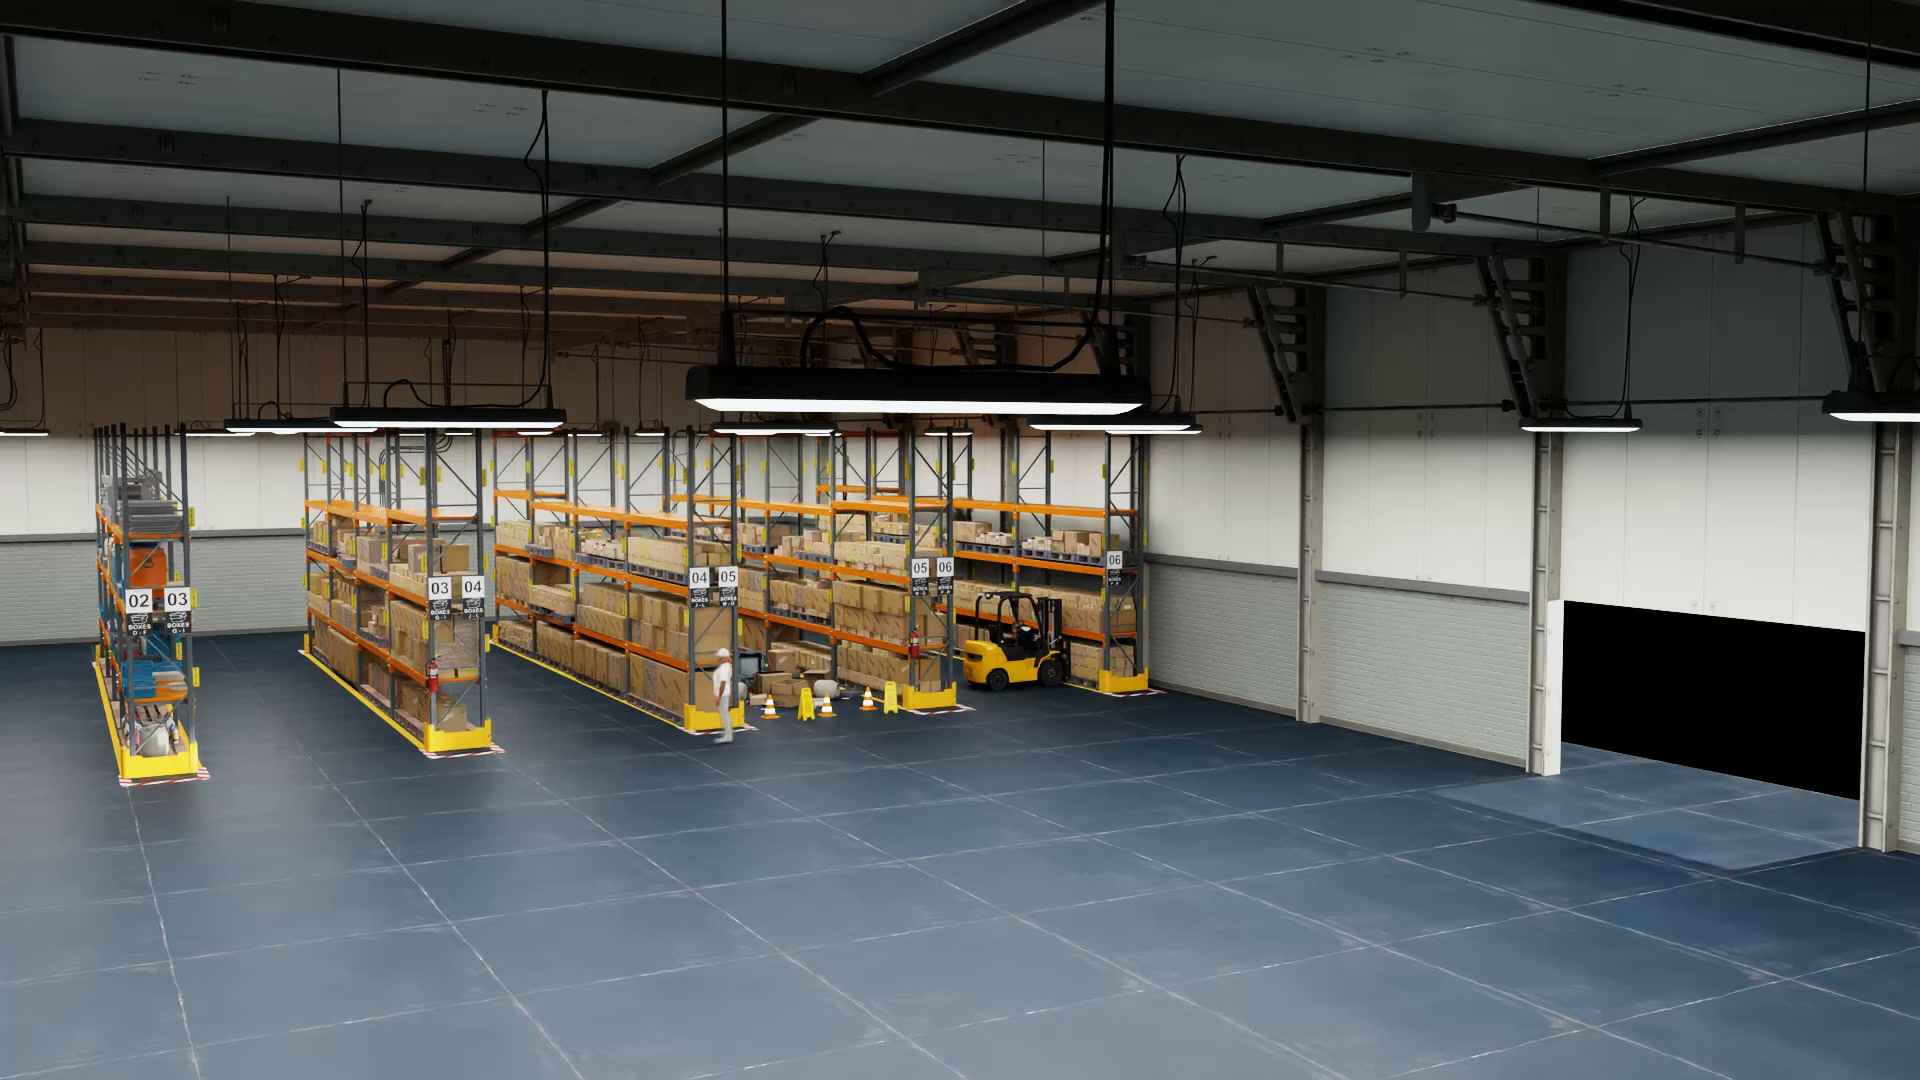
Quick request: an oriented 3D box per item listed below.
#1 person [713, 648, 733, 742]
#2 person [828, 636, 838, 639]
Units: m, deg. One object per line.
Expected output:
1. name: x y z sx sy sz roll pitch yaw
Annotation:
1. person: -4.486 2.941 31.419 0.367 1.790 0.636 -1 4 -10
2. person: -3.642 1.988 47.739 0.552 1.691 0.331 3 5 40
